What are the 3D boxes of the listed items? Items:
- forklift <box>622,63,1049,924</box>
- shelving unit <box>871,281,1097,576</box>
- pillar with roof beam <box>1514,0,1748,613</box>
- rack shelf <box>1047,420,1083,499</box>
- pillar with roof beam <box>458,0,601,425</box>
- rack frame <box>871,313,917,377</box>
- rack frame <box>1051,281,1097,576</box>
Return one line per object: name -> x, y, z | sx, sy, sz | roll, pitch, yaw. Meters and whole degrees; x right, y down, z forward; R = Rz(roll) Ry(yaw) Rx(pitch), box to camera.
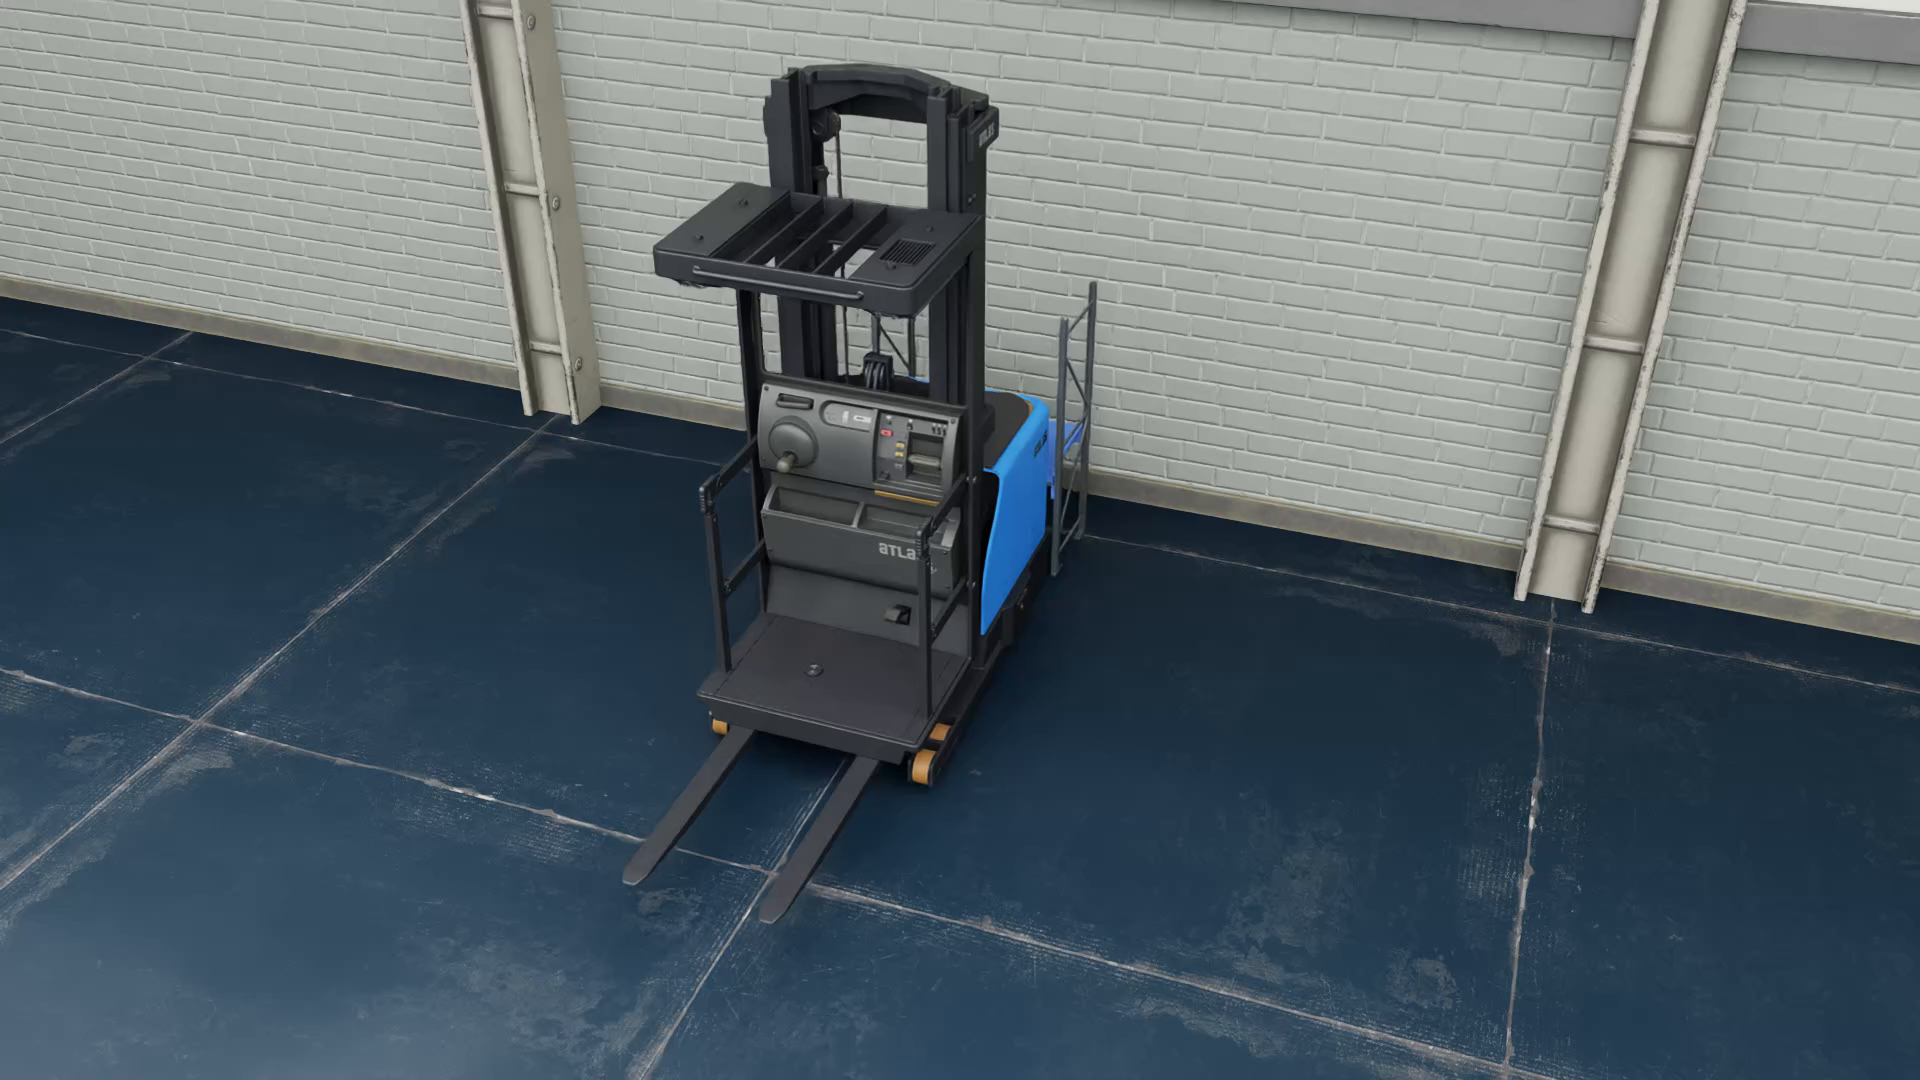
forklift -> -0.523, -0.379, 7.103 | 1.130, 2.935, 3.031 | 11, 35, 17
shelving unit -> 0.124, -0.671, 8.874 | 1.048, 1.500, 0.538 | 12, 35, 18
pillar with roof beam -> 1.696, -1.315, 2.958 | 0.400, 9.000, 9.100 | 11, 34, 16
rack shelf -> 0.124, -0.520, 8.972 | 1.000, 0.185, 0.538 | 12, 35, 18
pillar with roof beam -> -3.952, -2.413, 4.659 | 0.400, 9.000, 9.100 | 11, 34, 16
rack frame -> -0.347, -0.774, 9.035 | 0.032, 1.500, 0.500 | 12, 35, 18
rack frame -> 0.595, -0.567, 8.714 | 0.032, 1.500, 0.500 | 12, 35, 18
